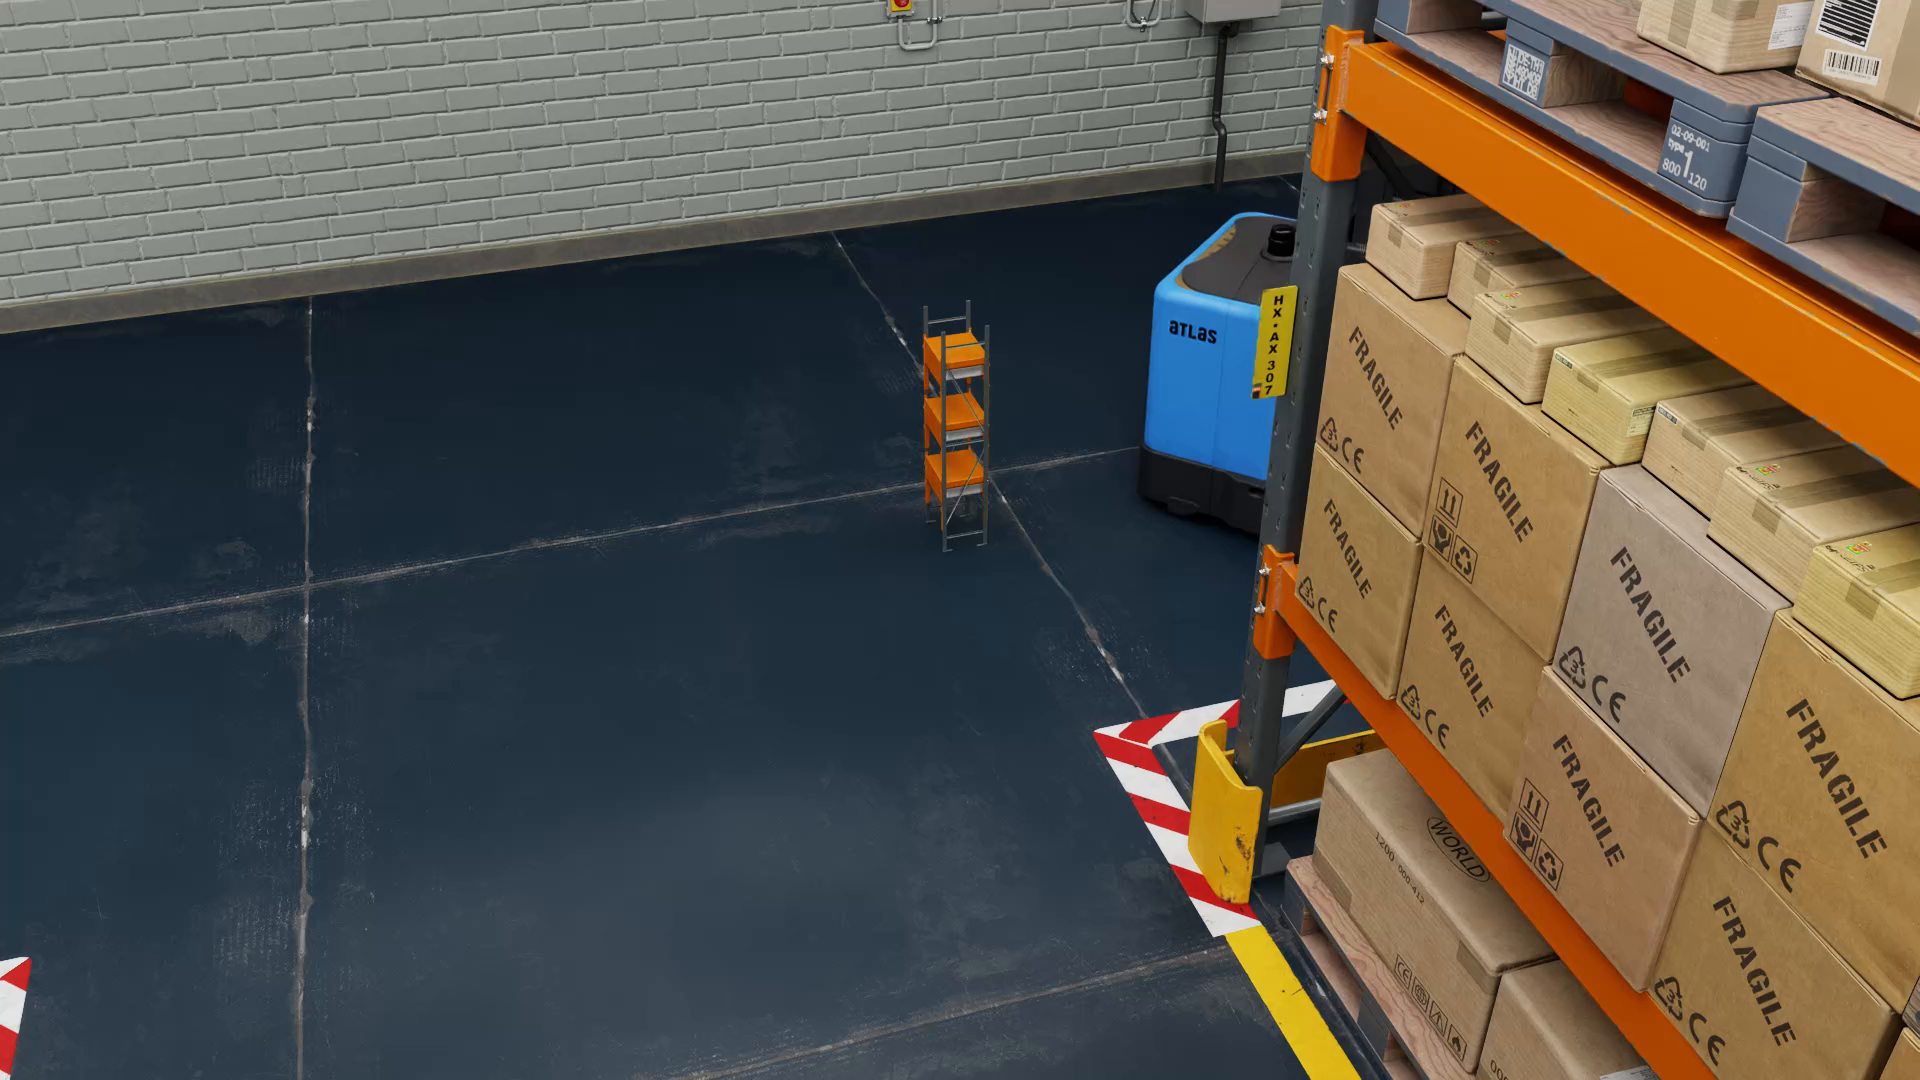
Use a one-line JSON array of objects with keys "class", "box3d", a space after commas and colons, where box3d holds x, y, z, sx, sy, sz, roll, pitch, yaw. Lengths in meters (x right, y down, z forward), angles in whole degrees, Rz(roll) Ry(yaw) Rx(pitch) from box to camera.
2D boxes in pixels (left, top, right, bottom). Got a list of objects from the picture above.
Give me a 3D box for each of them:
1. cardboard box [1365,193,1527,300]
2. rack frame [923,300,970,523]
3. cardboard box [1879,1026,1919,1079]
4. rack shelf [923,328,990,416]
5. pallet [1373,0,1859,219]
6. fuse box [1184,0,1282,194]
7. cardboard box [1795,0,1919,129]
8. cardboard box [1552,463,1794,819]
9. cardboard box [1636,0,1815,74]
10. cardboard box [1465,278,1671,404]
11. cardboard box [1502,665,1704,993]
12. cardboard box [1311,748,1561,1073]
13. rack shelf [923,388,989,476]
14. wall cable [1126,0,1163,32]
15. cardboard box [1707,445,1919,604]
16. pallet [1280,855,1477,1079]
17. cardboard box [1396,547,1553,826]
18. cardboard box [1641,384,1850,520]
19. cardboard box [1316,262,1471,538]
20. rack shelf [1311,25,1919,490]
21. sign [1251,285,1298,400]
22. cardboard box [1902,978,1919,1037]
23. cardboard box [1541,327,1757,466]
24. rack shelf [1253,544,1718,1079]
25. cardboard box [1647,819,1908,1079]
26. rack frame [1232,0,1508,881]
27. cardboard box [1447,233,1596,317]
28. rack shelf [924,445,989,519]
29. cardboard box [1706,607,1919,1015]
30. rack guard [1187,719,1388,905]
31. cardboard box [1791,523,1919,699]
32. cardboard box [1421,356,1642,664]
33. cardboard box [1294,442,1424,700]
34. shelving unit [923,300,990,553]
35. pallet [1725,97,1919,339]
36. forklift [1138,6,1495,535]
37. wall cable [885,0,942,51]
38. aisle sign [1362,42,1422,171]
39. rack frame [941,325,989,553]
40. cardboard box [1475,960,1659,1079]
[{"class": "cardboard box", "box3d": [1.219, -0.721, 4.034, 0.380, 0.149, 0.250, -9, 35, -14]}, {"class": "rack frame", "box3d": [-0.054, -0.530, 7.100, 0.200, 1.050, 0.008, -10, 35, -15]}, {"class": "cardboard box", "box3d": [1.881, 1.103, 2.769, 0.500, 0.500, 0.500, -11, 35, -15]}, {"class": "rack shelf", "box3d": [-0.016, -0.694, 6.852, 0.215, 0.259, 0.240, -10, 35, -15]}, {"class": "pallet", "box3d": [1.611, -1.051, 3.479, 1.003, 0.211, 1.213, -10, 35, -15]}, {"class": "fuse box", "box3d": [1.678, -2.920, 10.117, 0.539, 1.711, 0.414, -10, 35, -15]}, {"class": "cardboard box", "box3d": [1.784, -0.861, 2.721, 0.500, 0.311, 0.500, -9, 35, -14]}, {"class": "cardboard box", "box3d": [1.579, 0.156, 3.296, 0.500, 0.500, 0.500, -10, 35, -15]}, {"class": "cardboard box", "box3d": [1.488, -0.978, 3.044, 0.380, 0.149, 0.250, -9, 34, -13]}, {"class": "cardboard box", "box3d": [1.337, -0.439, 3.608, 0.380, 0.149, 0.250, -9, 34, -13]}, {"class": "cardboard box", "box3d": [1.567, 0.565, 3.583, 0.500, 0.500, 0.500, -10, 35, -15]}, {"class": "cardboard box", "box3d": [1.671, 0.999, 4.960, 0.875, 0.438, 0.875, -11, 35, -16]}, {"class": "rack shelf", "box3d": [-0.016, -0.457, 7.009, 0.215, 0.259, 0.240, -10, 35, -15]}, {"class": "wall cable", "box3d": [0.980, -3.849, 9.433, 0.588, 1.984, 0.122, -10, 35, -15]}, {"class": "cardboard box", "box3d": [1.601, -0.037, 2.999, 0.380, 0.149, 0.250, -10, 35, -14]}, {"class": "pallet", "box3d": [1.693, 1.346, 5.022, 1.003, 0.211, 1.213, -10, 35, -15]}, {"class": "cardboard box", "box3d": [1.429, 0.295, 3.992, 0.500, 0.500, 0.500, -10, 35, -15]}, {"class": "cardboard box", "box3d": [1.565, -0.175, 3.208, 0.380, 0.149, 0.250, -10, 35, -14]}, {"class": "cardboard box", "box3d": [1.250, -0.383, 4.111, 0.500, 0.500, 0.500, -11, 35, -16]}, {"class": "rack shelf", "box3d": [1.985, -0.125, 2.651, 1.077, 0.370, 4.000, -10, 35, -15]}, {"class": "sign", "box3d": [0.844, -0.528, 4.471, 0.100, 0.325, 0.005, -10, 35, -15]}, {"class": "cardboard box", "box3d": [1.877, 0.682, 2.499, 0.500, 0.500, 0.500, -10, 35, -14]}, {"class": "cardboard box", "box3d": [1.435, -0.304, 3.403, 0.380, 0.149, 0.250, -11, 35, -16]}, {"class": "rack shelf", "box3d": [1.985, 1.126, 3.478, 1.077, 0.370, 4.000, -10, 35, -15]}, {"class": "cardboard box", "box3d": [1.735, 0.826, 3.189, 0.500, 0.500, 0.500, -9, 34, -13]}, {"class": "rack frame", "box3d": [1.375, -0.224, 4.868, 1.000, 3.000, 0.127, -10, 35, -15]}, {"class": "cardboard box", "box3d": [1.367, -0.595, 3.844, 0.380, 0.149, 0.250, -9, 35, -14]}, {"class": "rack shelf", "box3d": [-0.016, -0.225, 7.162, 0.215, 0.259, 0.240, -10, 35, -15]}, {"class": "cardboard box", "box3d": [1.732, 0.418, 2.899, 0.500, 0.500, 0.500, -10, 35, -15]}, {"class": "rack guard", "box3d": [1.367, 0.806, 5.577, 1.175, 0.500, 0.348, -10, 35, -15]}, {"class": "cardboard box", "box3d": [1.652, 0.101, 2.791, 0.380, 0.149, 0.250, -11, 35, -16]}, {"class": "cardboard box", "box3d": [1.414, -0.113, 3.703, 0.500, 0.500, 0.500, -11, 35, -16]}, {"class": "cardboard box", "box3d": [1.248, 0.034, 4.386, 0.500, 0.500, 0.500, -10, 35, -15]}, {"class": "shelving unit", "box3d": [-0.016, -0.466, 7.003, 0.215, 1.050, 0.252, -10, 35, -15]}, {"class": "pallet", "box3d": [1.987, -0.409, 2.508, 1.003, 0.211, 1.213, -10, 35, -15]}, {"class": "forklift", "box3d": [2.335, -1.213, 6.427, 3.031, 2.935, 1.130, 17, 37, 24]}, {"class": "wall cable", "box3d": [-0.367, -3.618, 9.054, 0.585, 1.953, 0.123, -10, 35, -15]}, {"class": "aisle sign", "box3d": [1.077, -1.298, 4.135, 0.394, 0.787, 0.004, -10, 35, -15]}, {"class": "rack frame", "box3d": [0.021, -0.402, 6.906, 0.200, 1.050, 0.008, -10, 35, -15]}, {"class": "cardboard box", "box3d": [1.959, 1.478, 4.235, 0.875, 0.438, 0.875, -9, 35, -13]}]
